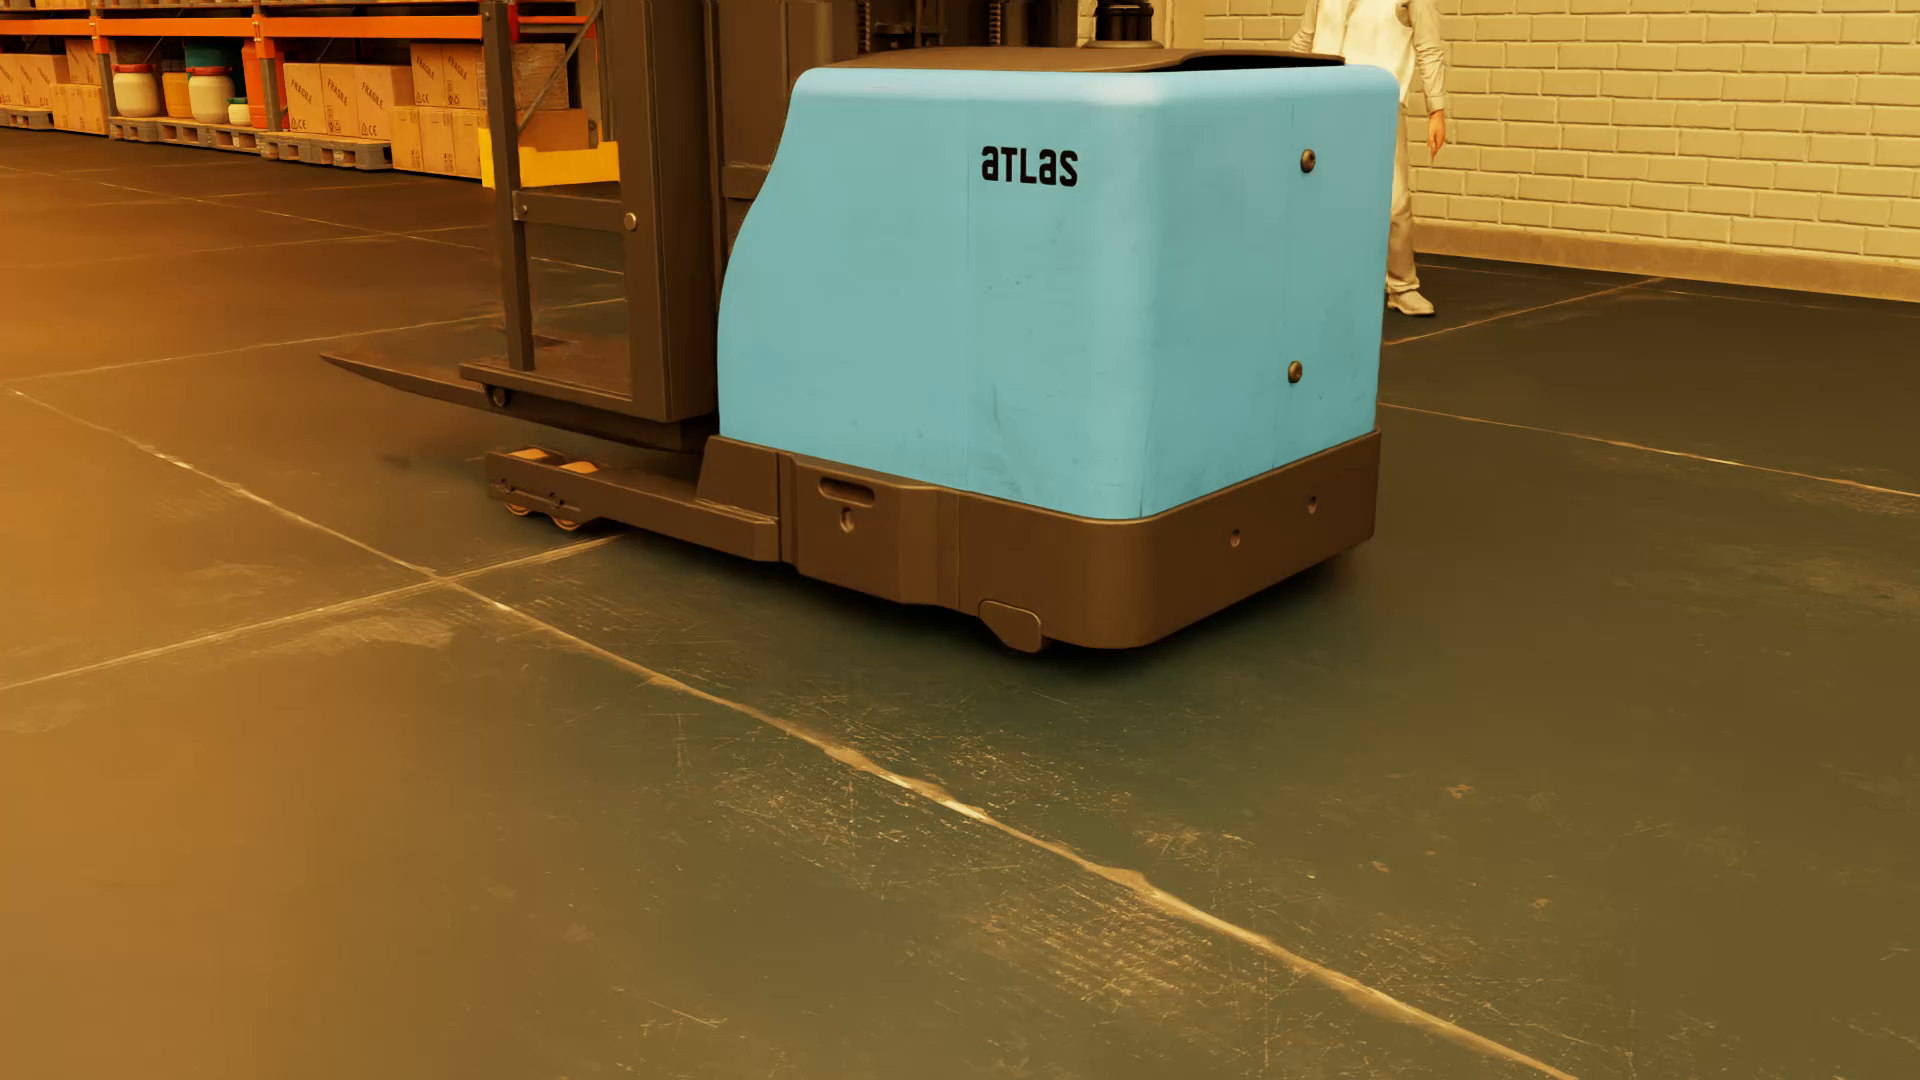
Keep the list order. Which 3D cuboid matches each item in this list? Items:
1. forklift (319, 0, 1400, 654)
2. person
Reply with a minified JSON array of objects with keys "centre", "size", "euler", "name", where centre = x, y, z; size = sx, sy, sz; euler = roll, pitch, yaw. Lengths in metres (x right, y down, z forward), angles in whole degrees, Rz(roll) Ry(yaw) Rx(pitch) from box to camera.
[{"centre":[-0.531,-1.527,3.871],"size":[3.031,2.935,1.130],"euler":[14,22,38],"name":"forklift"},{"centre":[1.666,-1.812,6.952],"size":[0.871,1.752,0.480],"euler":[14,22,39],"name":"person"}]
